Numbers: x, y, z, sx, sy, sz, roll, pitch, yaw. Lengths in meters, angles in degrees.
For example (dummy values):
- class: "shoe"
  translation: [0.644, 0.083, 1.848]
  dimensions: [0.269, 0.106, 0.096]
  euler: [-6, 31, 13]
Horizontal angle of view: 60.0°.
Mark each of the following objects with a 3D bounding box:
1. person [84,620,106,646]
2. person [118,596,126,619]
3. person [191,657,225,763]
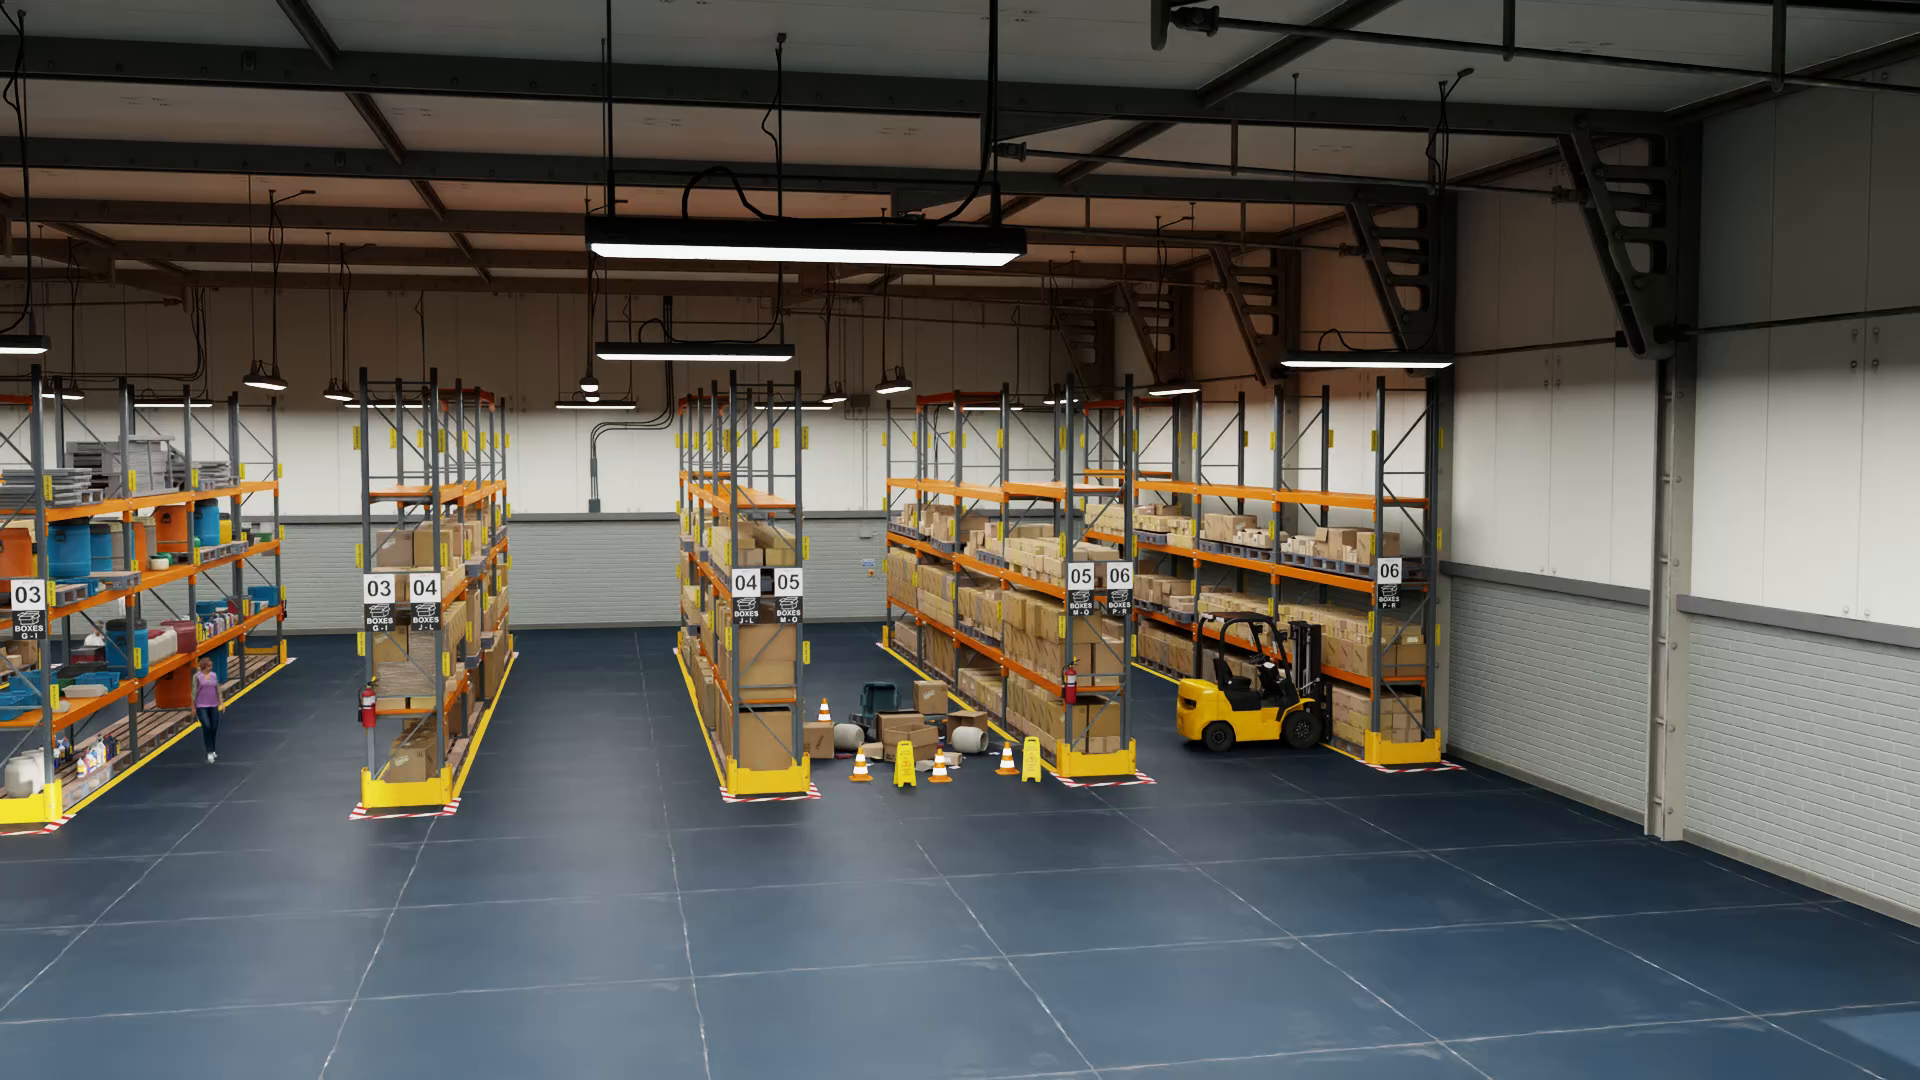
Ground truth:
- class: "person"
  translation: [-16.221, 2.320, 31.346]
  dimensions: [0.588, 1.660, 0.537]
  euler: [-1, 4, -24]
- class: "person"
  translation: [-19.887, 1.800, 39.801]
  dimensions: [0.496, 1.650, 0.600]
  euler: [1, 4, 23]
- class: "person"
  translation: [-11.773, 2.664, 26.107]
  dimensions: [0.544, 1.626, 0.447]
  euler: [3, 5, 41]
